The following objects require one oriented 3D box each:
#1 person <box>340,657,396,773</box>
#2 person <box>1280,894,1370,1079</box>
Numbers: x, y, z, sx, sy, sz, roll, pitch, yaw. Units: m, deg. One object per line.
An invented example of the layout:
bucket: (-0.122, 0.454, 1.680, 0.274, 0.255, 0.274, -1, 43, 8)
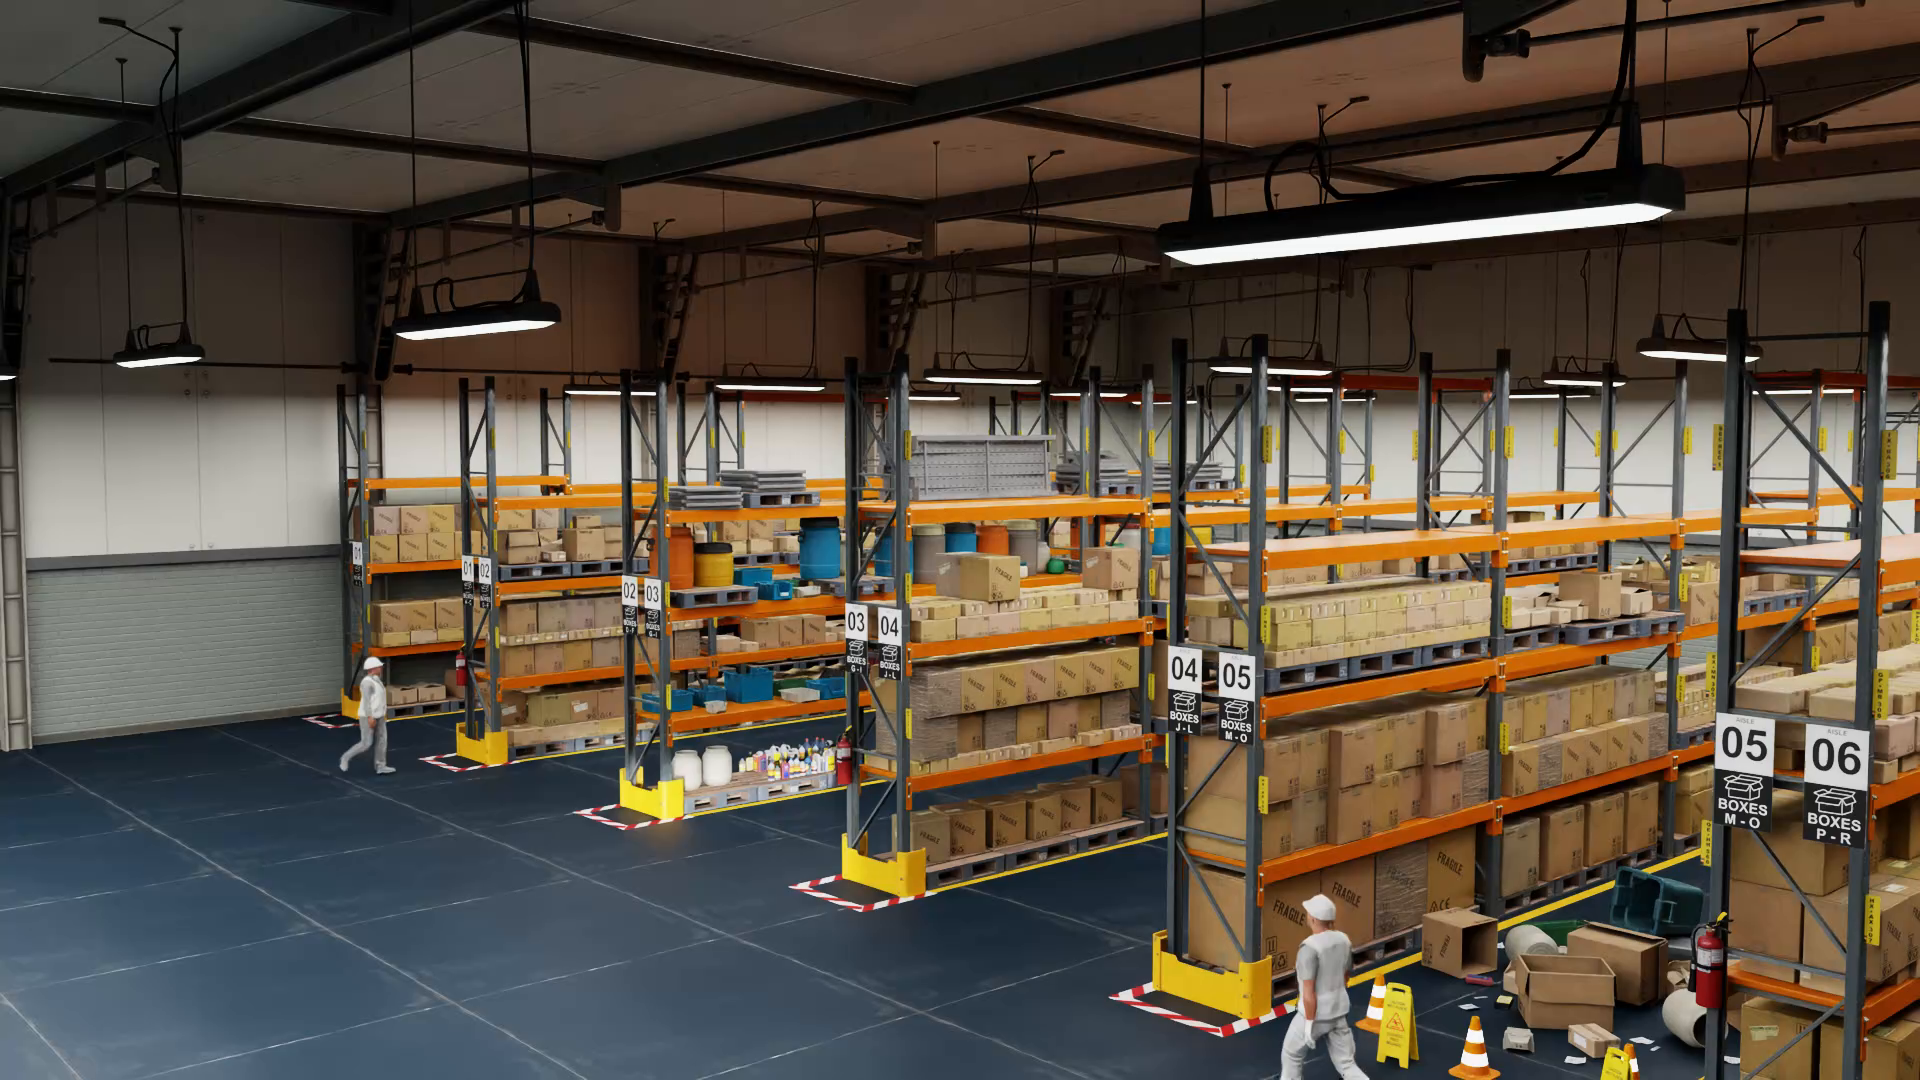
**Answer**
person: (-8.896, 2.635, 24.941, 0.771, 1.768, 0.551, 1, 4, 10)
person: (2.673, 3.485, 12.238, 0.538, 1.746, 1.075, -3, 5, -40)
